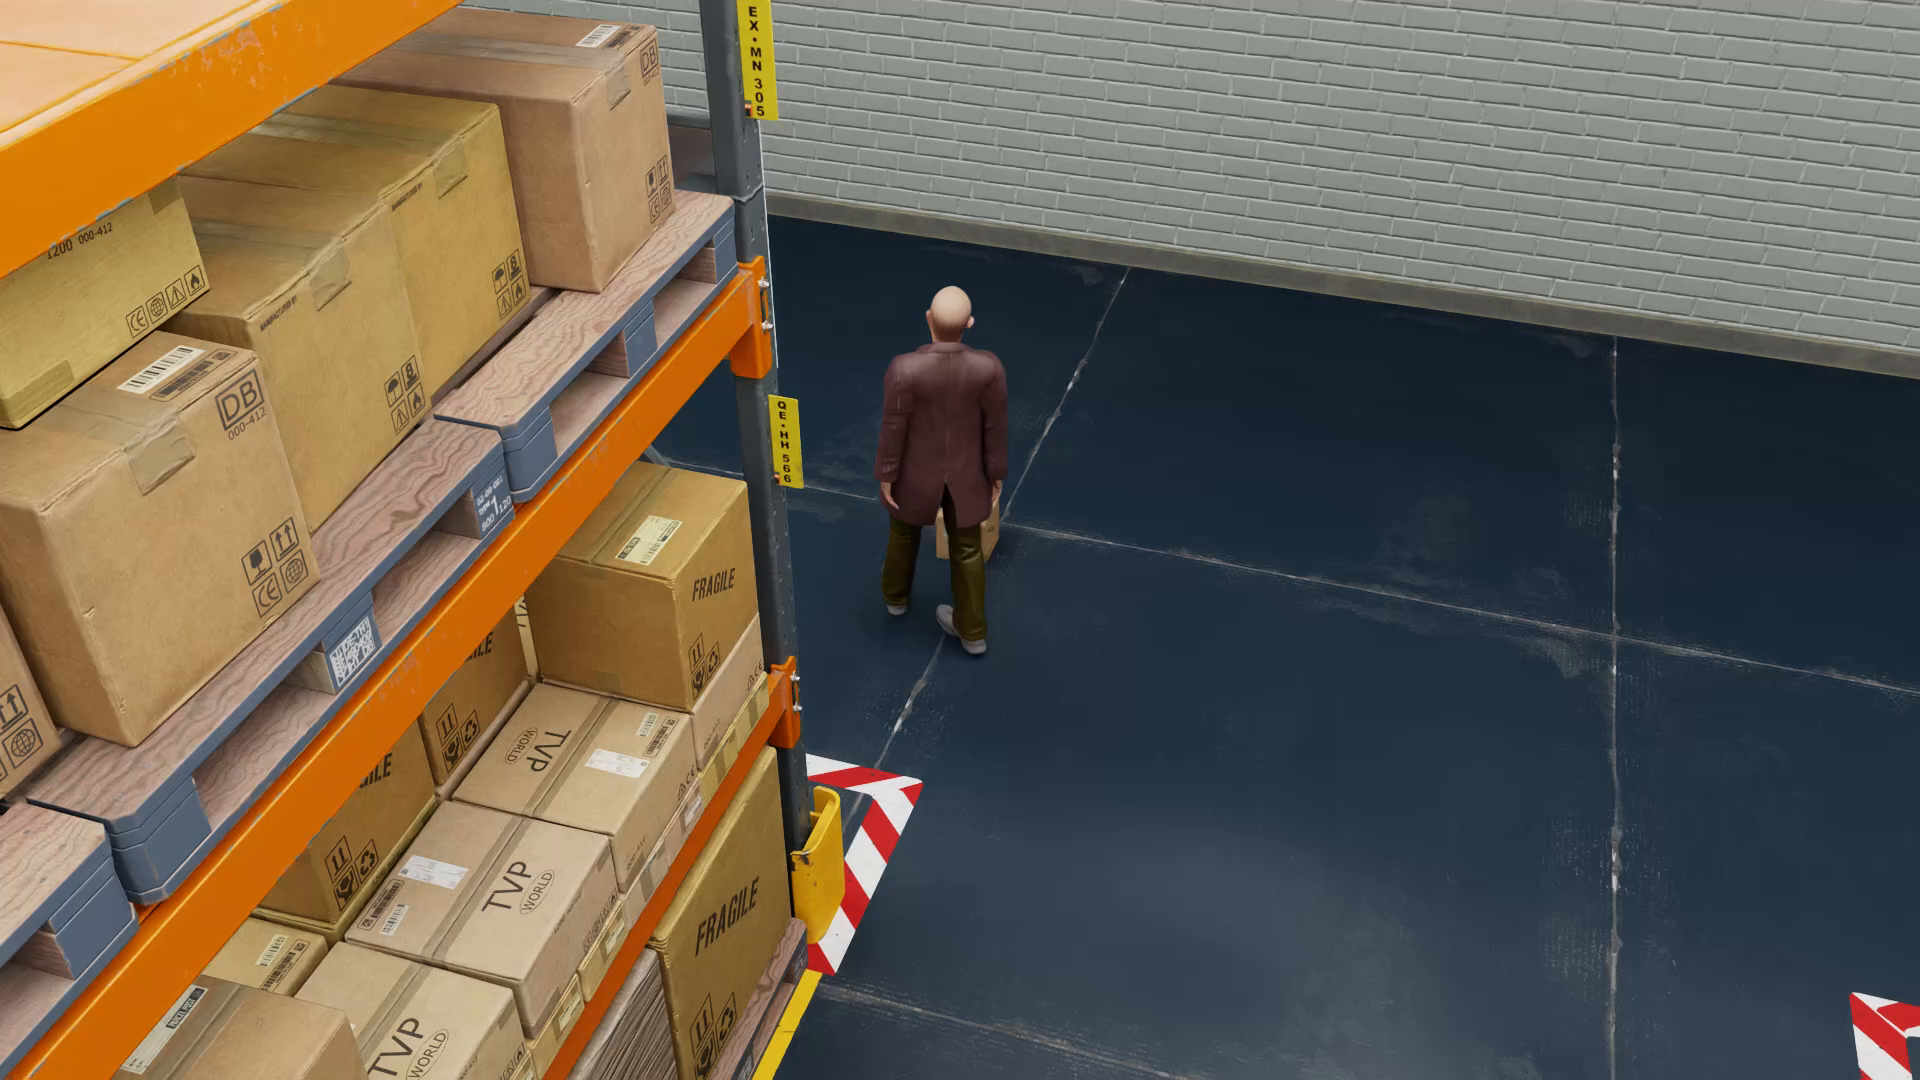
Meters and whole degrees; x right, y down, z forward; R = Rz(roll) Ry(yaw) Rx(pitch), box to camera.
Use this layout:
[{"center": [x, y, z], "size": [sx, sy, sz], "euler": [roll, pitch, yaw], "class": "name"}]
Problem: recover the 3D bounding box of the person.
[{"center": [-0.105, -0.366, 7.392], "size": [0.599, 1.775, 0.722], "euler": [-6, 37, -8], "class": "person"}]
